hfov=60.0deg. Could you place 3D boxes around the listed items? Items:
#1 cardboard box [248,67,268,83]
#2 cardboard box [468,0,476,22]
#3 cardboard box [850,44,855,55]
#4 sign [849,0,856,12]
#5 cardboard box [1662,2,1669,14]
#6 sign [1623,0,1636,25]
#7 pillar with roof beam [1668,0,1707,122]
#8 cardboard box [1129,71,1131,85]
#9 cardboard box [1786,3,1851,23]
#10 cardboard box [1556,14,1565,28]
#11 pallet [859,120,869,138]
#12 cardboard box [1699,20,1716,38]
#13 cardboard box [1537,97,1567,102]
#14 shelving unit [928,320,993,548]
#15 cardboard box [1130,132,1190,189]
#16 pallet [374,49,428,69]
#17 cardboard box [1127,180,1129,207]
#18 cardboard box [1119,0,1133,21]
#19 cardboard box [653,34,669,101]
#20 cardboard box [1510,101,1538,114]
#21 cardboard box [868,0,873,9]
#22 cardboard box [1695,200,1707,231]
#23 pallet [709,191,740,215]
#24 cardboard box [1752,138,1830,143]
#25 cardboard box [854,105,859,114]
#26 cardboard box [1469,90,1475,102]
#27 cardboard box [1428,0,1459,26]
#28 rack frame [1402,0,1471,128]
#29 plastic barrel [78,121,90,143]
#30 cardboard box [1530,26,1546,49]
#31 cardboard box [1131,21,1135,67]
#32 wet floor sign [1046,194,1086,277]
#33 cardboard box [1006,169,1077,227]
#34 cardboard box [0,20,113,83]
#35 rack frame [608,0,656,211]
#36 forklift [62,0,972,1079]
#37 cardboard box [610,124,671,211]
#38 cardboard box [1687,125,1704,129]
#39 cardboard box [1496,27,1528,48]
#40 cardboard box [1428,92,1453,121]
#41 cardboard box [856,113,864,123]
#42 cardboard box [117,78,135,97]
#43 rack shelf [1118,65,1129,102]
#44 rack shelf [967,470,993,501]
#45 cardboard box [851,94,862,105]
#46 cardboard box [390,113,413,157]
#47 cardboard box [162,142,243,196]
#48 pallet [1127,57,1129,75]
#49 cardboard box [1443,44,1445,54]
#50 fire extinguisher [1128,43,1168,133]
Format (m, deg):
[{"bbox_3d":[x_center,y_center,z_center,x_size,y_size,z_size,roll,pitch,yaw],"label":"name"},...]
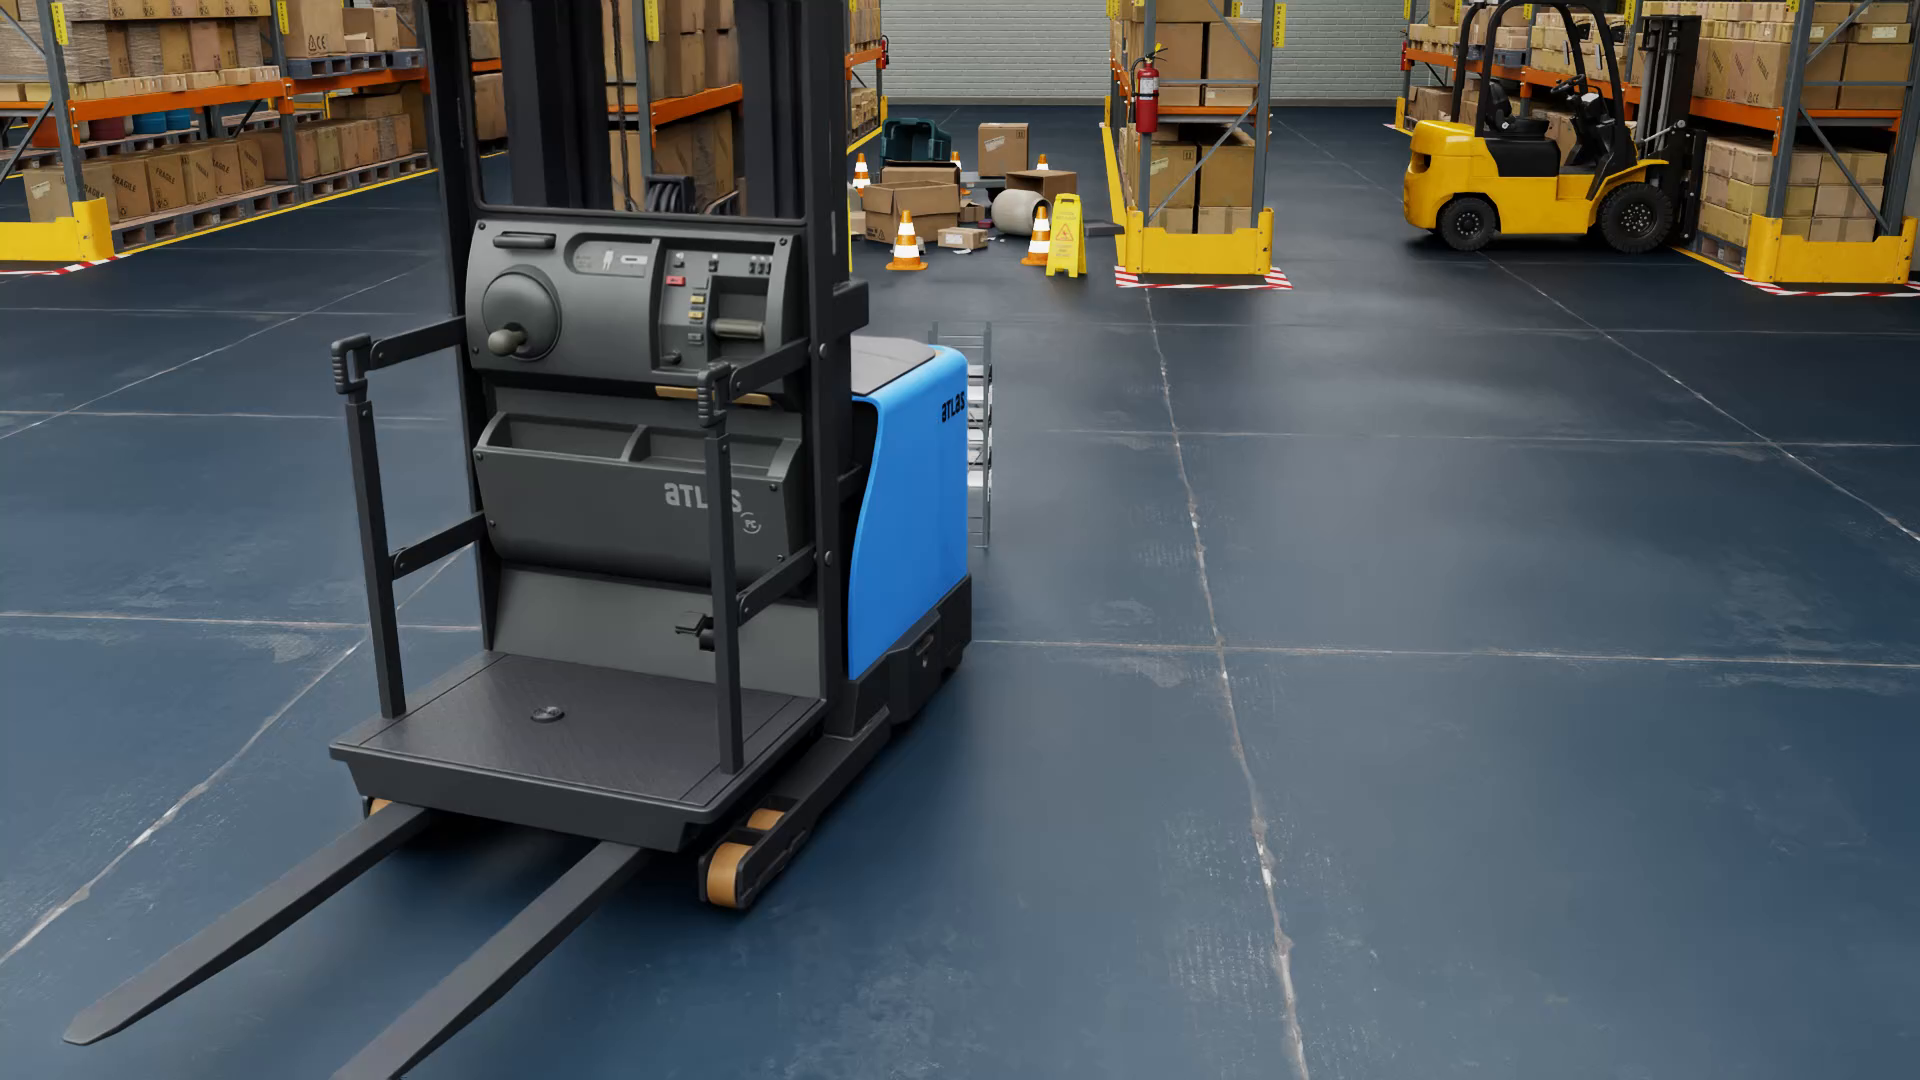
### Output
[{"bbox_3d":[-7.402,-4.814,17.200,0.380,0.149,0.250,1,18,4],"label":"cardboard box"},{"bbox_3d":[-7.206,-7.488,23.186,0.797,0.503,0.637,2,18,6],"label":"cardboard box"},{"bbox_3d":[-1.792,-7.388,25.055,0.380,0.149,0.250,2,18,6],"label":"cardboard box"},{"bbox_3d":[-1.585,-7.965,24.555,0.100,0.325,0.005,1,18,4],"label":"sign"},{"bbox_3d":[6.954,-5.074,15.911,0.380,0.149,0.250,2,18,5],"label":"cardboard box"},{"bbox_3d":[6.642,-5.275,16.471,0.100,0.325,0.005,1,18,4],"label":"sign"},{"bbox_3d":[3.982,-8.517,18.464,9.100,9.000,0.400,1,18,4],"label":"pillar with roof beam"},{"bbox_3d":[1.890,-4.652,16.708,0.380,0.149,0.250,1,18,4],"label":"cardboard box"},{"bbox_3d":[6.712,-4.124,13.010,0.380,0.149,0.250,1,18,4],"label":"cardboard box"},{"bbox_3d":[7.137,-6.014,19.257,0.380,0.149,0.250,1,18,5],"label":"cardboard box"},{"bbox_3d":[-2.041,-6.690,27.002,1.003,0.211,1.213,1,18,4],"label":"pallet"},{"bbox_3d":[6.768,-4.536,14.746,0.380,0.149,0.250,1,18,3],"label":"cardboard box"},{"bbox_3d":[7.885,-5.796,22.091,0.380,0.149,0.250,1,18,3],"label":"cardboard box"},{"bbox_3d":[0.001,-0.430,6.791,0.258,0.900,0.210,1,18,4],"label":"shelving unit"},{"bbox_3d":[1.820,-3.443,15.150,0.500,0.500,0.500,1,18,3],"label":"cardboard box"},{"bbox_3d":[-7.310,-6.011,20.759,1.213,0.211,1.003,1,18,4],"label":"pallet"},{"bbox_3d":[1.894,-3.412,16.261,0.500,0.250,0.500,2,18,7],"label":"cardboard box"},{"bbox_3d":[1.742,-4.765,14.405,0.700,0.500,0.500,1,18,3],"label":"cardboard box"},{"bbox_3d":[-3.000,-4.058,14.250,0.875,0.550,0.550,1,18,4],"label":"cardboard box"},{"bbox_3d":[7.242,-5.560,21.371,0.380,0.149,0.250,0,18,1],"label":"cardboard box"},{"bbox_3d":[-1.701,-8.866,26.919,0.500,0.500,0.500,2,18,7],"label":"cardboard box"},{"bbox_3d":[6.705,-2.866,14.593,0.500,0.250,0.500,1,18,5],"label":"cardboard box"},{"bbox_3d":[-2.845,-3.382,16.906,1.003,0.211,1.213,1,18,4],"label":"pallet"},{"bbox_3d":[7.199,-3.334,14.416,0.500,0.250,0.500,1,18,4],"label":"cardboard box"},{"bbox_3d":[-1.818,-6.844,26.418,0.380,0.149,0.250,2,18,6],"label":"cardboard box"},{"bbox_3d":[7.523,-6.364,23.827,0.380,0.149,0.250,1,18,2],"label":"cardboard box"},{"bbox_3d":[7.635,-8.306,26.012,0.500,0.500,0.500,2,18,5],"label":"cardboard box"},{"bbox_3d":[8.044,-8.480,27.985,1.000,3.000,0.127,1,18,4],"label":"rack frame"},{"bbox_3d":[-12.336,-5.784,23.078,0.421,0.512,0.421,0,18,0],"label":"plastic barrel"},{"bbox_3d":[7.170,-6.030,19.945,0.500,0.250,0.500,1,18,4],"label":"cardboard box"},{"bbox_3d":[1.861,-4.609,15.533,0.500,0.500,0.500,1,18,3],"label":"cardboard box"},{"bbox_3d":[0.865,-2.466,13.414,0.267,0.644,0.232,8,20,23],"label":"wet floor sign"},{"bbox_3d":[0.798,-3.373,16.411,0.500,0.500,0.500,17,25,41],"label":"cardboard box"},{"bbox_3d":[-7.872,-4.201,14.287,0.875,0.500,0.500,1,18,4],"label":"cardboard box"},{"bbox_3d":[-2.999,-3.699,13.396,1.000,3.000,0.127,1,18,4],"label":"rack frame"},{"bbox_3d":[-0.933,-0.619,4.104,1.130,2.935,3.031,6,19,19],"label":"forklift"},{"bbox_3d":[-3.016,-3.101,14.308,0.875,0.875,0.875,1,18,4],"label":"cardboard box"},{"bbox_3d":[6.789,-3.819,15.897,0.500,0.250,0.500,1,18,4],"label":"cardboard box"},{"bbox_3d":[7.223,-6.458,21.382,0.500,0.250,0.500,0,18,1],"label":"cardboard box"},{"bbox_3d":[7.731,-6.717,25.944,0.700,0.500,0.500,1,18,2],"label":"cardboard box"},{"bbox_3d":[-1.740,-6.781,26.704,0.380,0.149,0.250,1,18,2],"label":"cardboard box"},{"bbox_3d":[-7.614,-4.038,14.832,0.380,0.149,0.250,1,18,4],"label":"cardboard box"},{"bbox_3d":[2.376,-5.142,18.953,1.077,0.370,4.000,1,18,4],"label":"rack shelf"},{"bbox_3d":[0.001,-0.227,6.857,0.258,0.077,0.200,1,18,4],"label":"rack shelf"},{"bbox_3d":[-1.764,-6.979,26.352,0.380,0.149,0.250,2,18,5],"label":"cardboard box"},{"bbox_3d":[-7.394,-5.139,21.096,0.700,0.500,0.500,0,18,1],"label":"cardboard box"},{"bbox_3d":[-7.754,-3.794,17.025,0.500,0.500,0.500,7,20,21],"label":"cardboard box"},{"bbox_3d":[2.418,-5.398,18.888,1.003,0.211,1.213,1,18,4],"label":"pallet"},{"bbox_3d":[7.565,-7.466,25.295,0.380,0.149,0.250,2,18,5],"label":"cardboard box"},{"bbox_3d":[1.478,-3.558,13.089,0.296,0.674,0.183,1,18,4],"label":"fire extinguisher"}]
